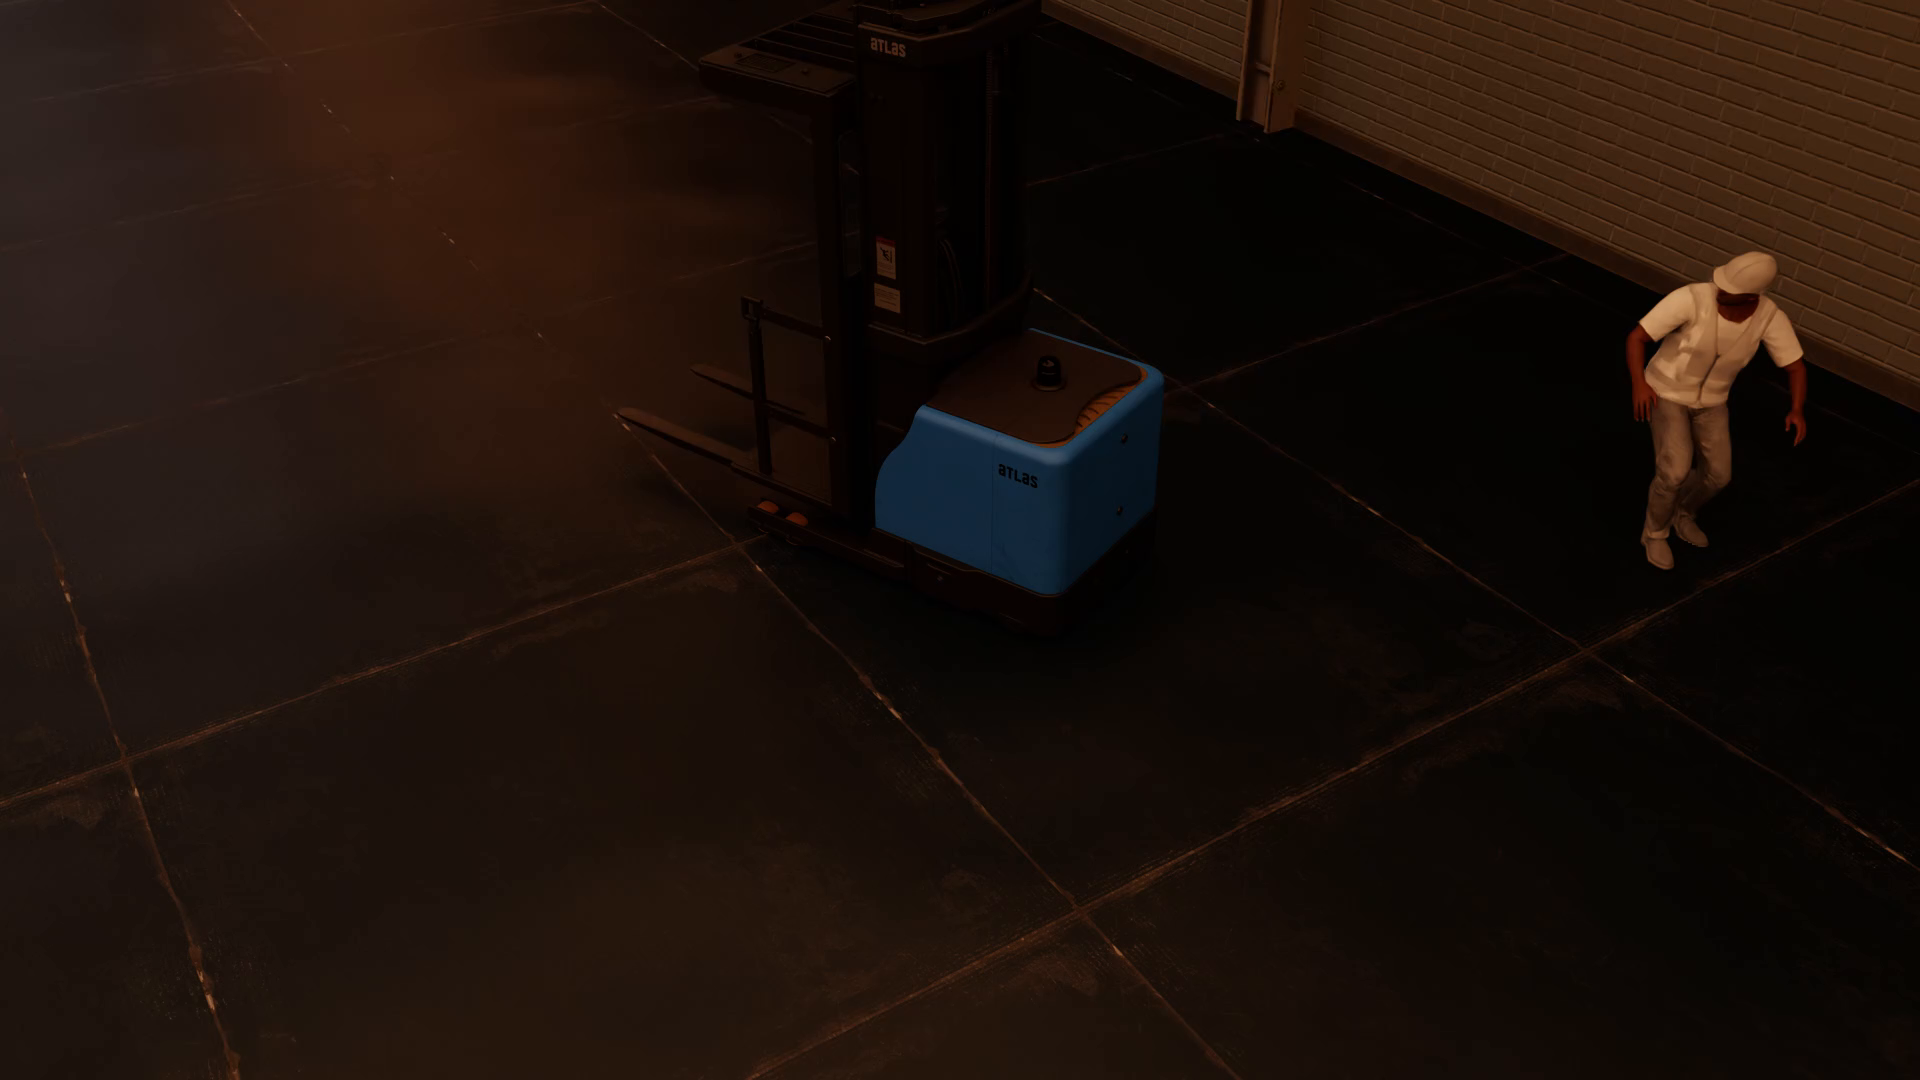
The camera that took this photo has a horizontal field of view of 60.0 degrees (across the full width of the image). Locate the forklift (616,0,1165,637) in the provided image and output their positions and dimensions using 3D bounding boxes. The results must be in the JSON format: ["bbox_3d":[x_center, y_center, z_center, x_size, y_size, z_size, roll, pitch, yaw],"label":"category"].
[{"bbox_3d":[-0.500,-1.399,8.138,3.031,2.935,1.130,22,41,28],"label":"forklift"}]

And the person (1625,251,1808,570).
[{"bbox_3d":[3.666,-0.620,8.136,0.832,1.694,0.707,-2,35,-3],"label":"person"}]
